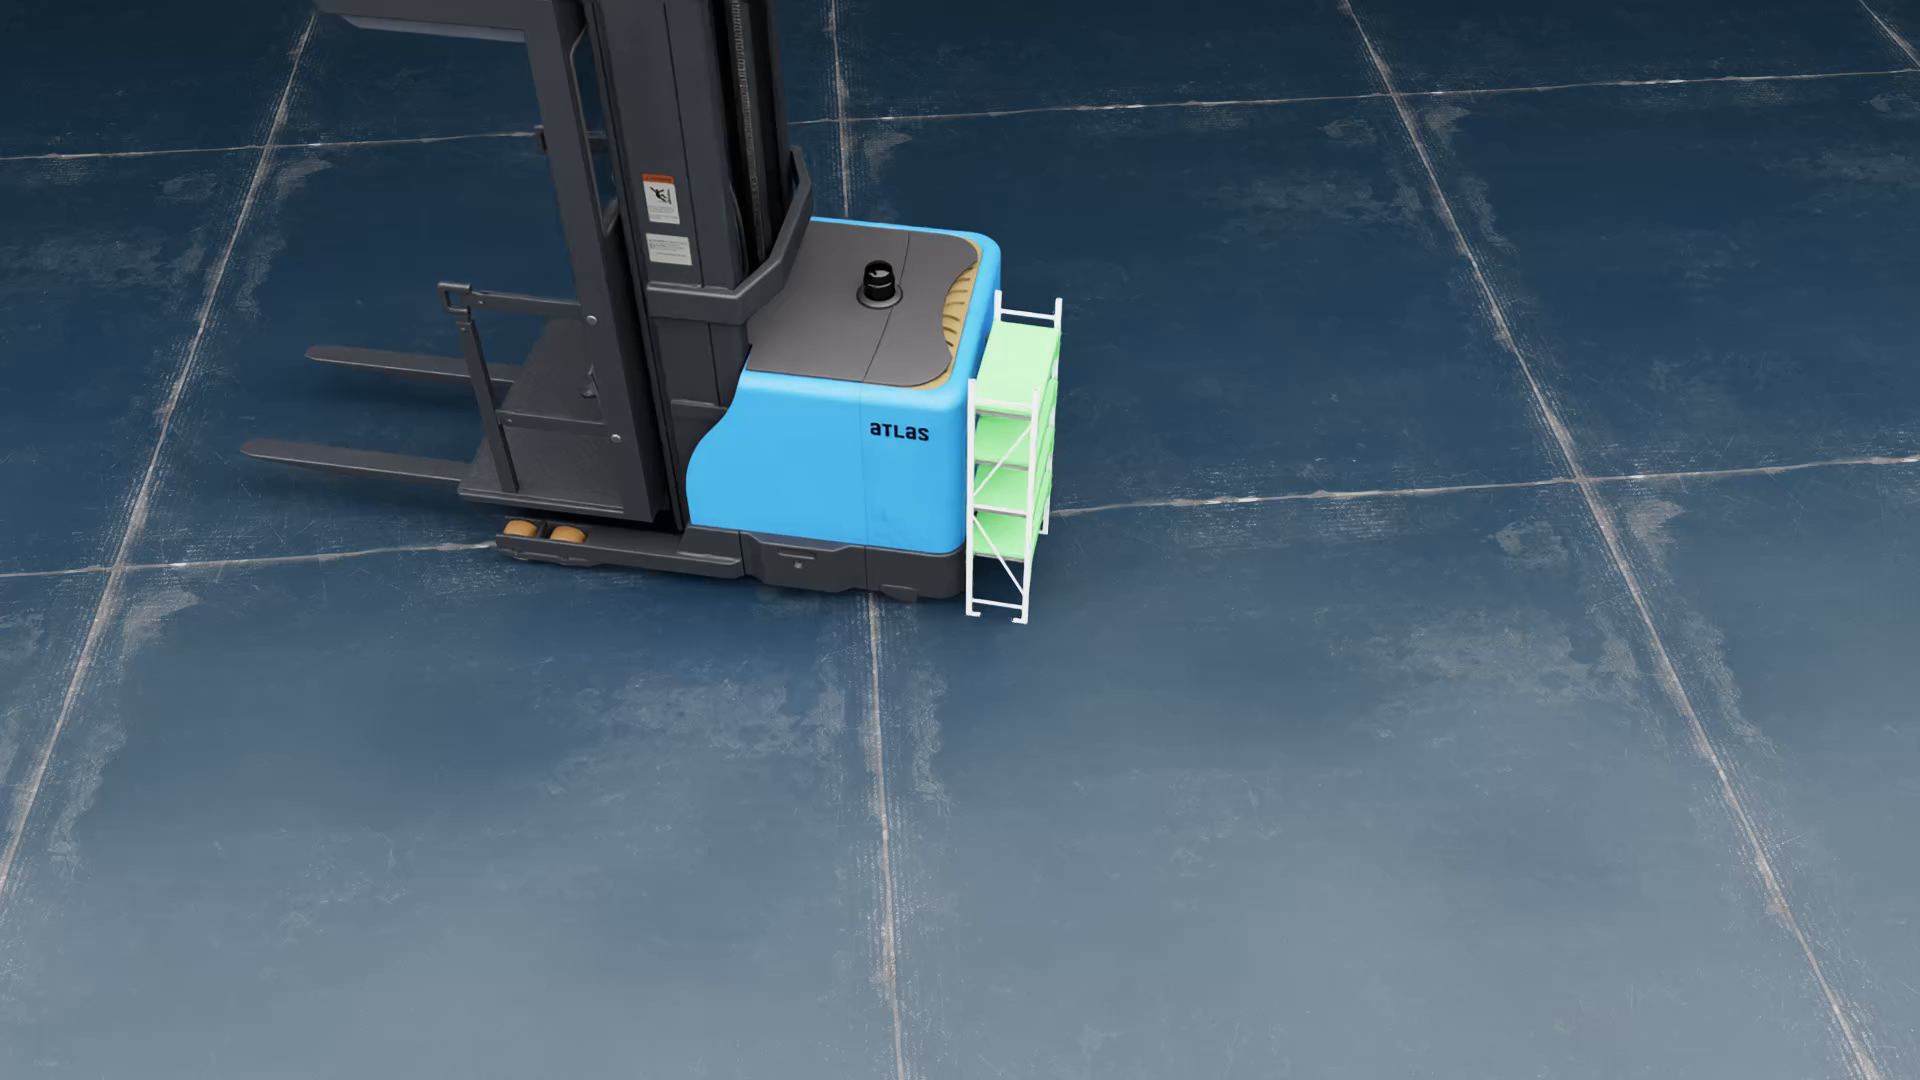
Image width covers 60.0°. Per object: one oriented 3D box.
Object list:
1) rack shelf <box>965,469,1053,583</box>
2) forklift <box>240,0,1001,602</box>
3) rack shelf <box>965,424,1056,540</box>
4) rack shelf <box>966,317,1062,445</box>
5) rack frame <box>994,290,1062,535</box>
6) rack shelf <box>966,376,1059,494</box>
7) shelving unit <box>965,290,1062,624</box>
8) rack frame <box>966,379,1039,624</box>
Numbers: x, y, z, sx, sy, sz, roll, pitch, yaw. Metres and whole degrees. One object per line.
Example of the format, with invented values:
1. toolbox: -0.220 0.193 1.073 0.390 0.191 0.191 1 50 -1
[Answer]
1. rack shelf: 0.192 -0.074 6.412 0.258 0.148 0.480 8 47 8
2. forklift: -1.394 -1.275 5.939 3.031 2.935 1.130 7 47 6
3. rack shelf: 0.193 -0.239 6.237 0.258 0.148 0.480 8 47 8
4. rack shelf: 0.195 -0.569 5.888 0.258 0.148 0.480 8 47 8
5. rack frame: 0.242 -0.457 6.355 0.240 1.200 0.015 8 47 8
6. rack shelf: 0.194 -0.404 6.063 0.258 0.148 0.480 8 47 8
7. shelving unit: 0.193 -0.283 6.191 0.258 1.200 0.503 8 47 8
8. rack frame: 0.145 -0.109 6.026 0.240 1.200 0.015 8 47 8
